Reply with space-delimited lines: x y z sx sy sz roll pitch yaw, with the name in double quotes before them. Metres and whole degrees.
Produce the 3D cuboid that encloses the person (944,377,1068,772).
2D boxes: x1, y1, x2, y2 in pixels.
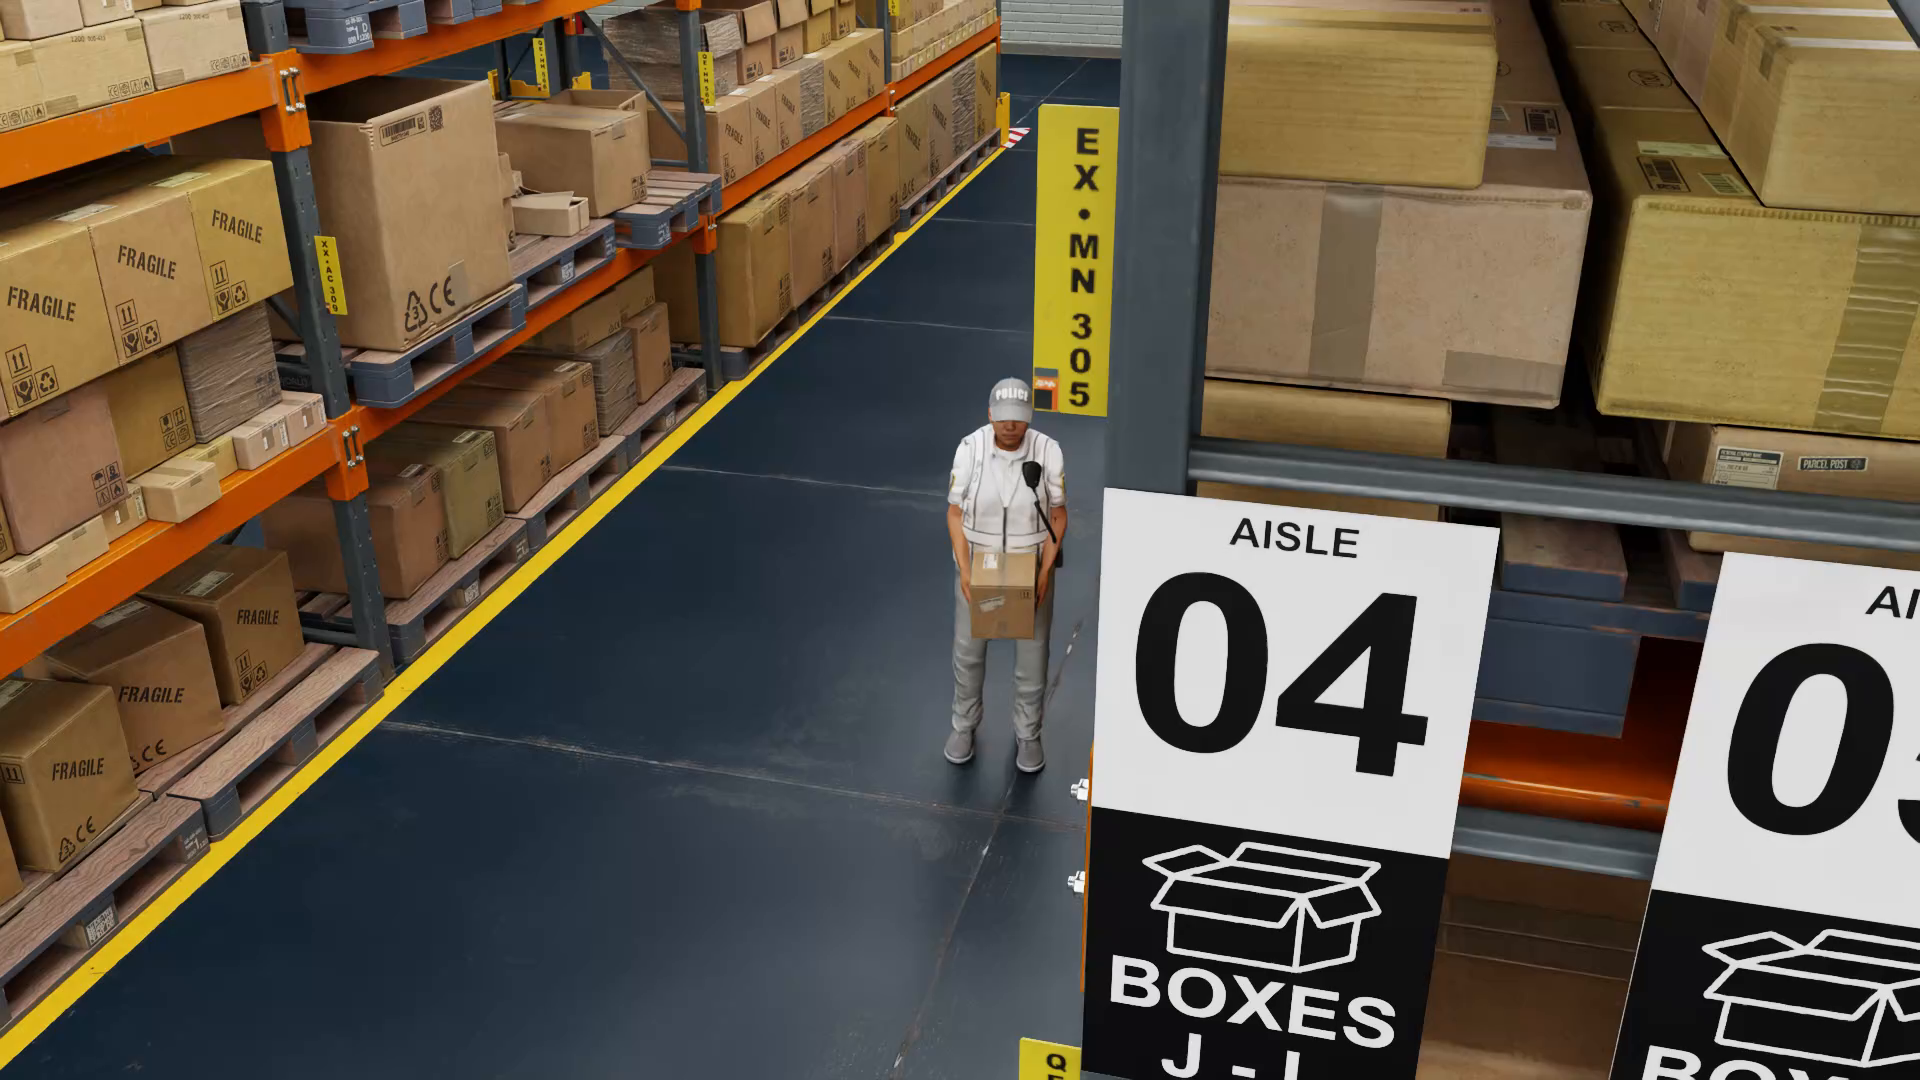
"person" 0.186 0.139 6.806 0.497 1.671 0.478 1 26 3
